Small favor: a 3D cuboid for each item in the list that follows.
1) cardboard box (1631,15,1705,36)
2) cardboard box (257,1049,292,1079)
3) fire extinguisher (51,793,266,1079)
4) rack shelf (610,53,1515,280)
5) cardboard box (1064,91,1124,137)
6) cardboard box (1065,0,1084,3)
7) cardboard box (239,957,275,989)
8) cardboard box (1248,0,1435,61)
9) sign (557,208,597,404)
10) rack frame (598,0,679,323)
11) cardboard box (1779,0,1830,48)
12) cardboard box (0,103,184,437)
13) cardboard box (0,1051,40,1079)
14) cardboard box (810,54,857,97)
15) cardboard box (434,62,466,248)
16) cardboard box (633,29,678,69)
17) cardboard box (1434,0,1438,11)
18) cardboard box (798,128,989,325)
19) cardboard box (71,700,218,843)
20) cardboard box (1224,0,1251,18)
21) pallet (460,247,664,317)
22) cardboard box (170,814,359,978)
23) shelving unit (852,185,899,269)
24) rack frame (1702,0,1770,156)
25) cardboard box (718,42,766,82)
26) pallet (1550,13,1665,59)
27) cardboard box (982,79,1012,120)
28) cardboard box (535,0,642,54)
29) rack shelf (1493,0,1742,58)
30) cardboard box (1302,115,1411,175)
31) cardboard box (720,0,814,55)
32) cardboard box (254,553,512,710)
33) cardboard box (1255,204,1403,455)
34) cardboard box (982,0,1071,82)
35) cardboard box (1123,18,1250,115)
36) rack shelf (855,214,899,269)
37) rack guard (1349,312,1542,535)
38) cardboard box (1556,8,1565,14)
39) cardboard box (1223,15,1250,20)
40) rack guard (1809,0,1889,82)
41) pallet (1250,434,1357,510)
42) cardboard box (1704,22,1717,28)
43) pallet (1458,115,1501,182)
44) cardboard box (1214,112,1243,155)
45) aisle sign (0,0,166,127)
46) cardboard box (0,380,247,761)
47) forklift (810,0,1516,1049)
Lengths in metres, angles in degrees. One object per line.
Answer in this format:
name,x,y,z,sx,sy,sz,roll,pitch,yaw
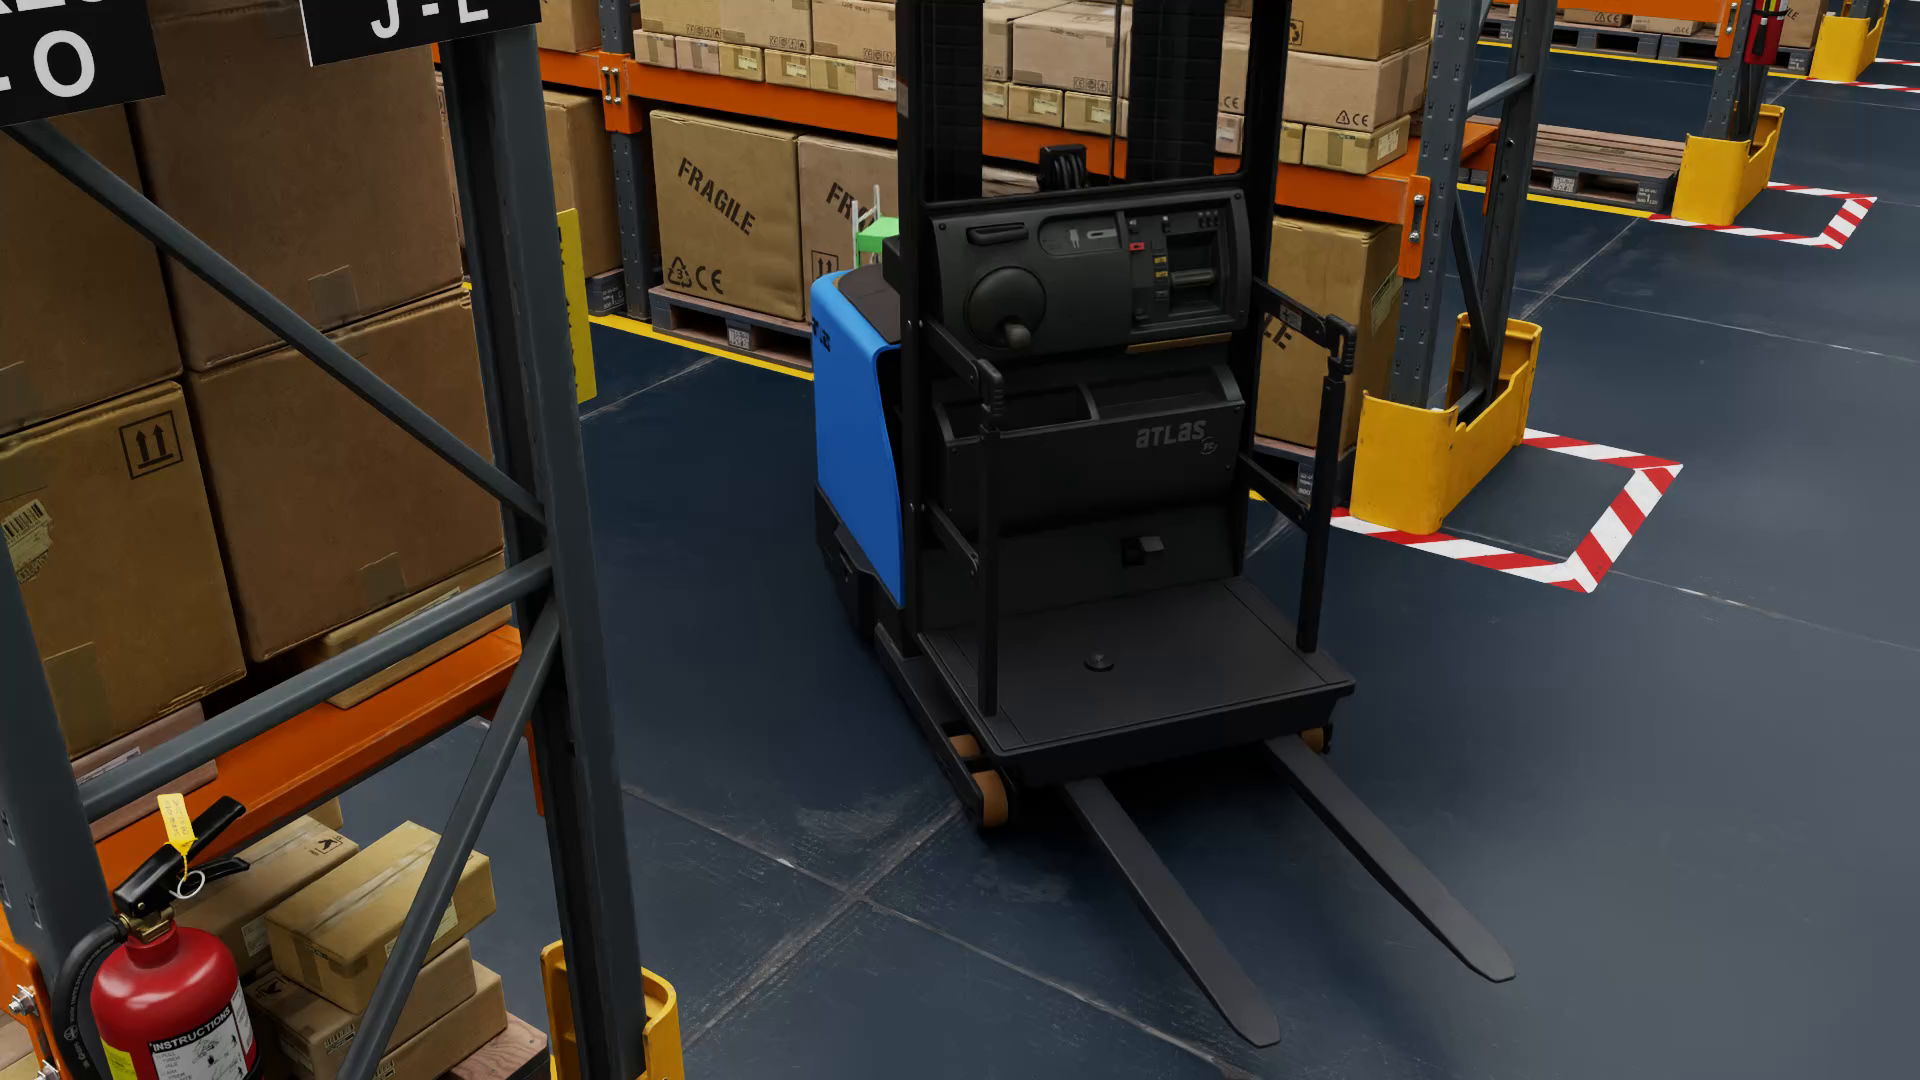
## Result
cardboard box,6.195,-4.588,14.504,0.500,0.250,0.500,17,32,30
cardboard box,-1.467,1.009,3.640,0.250,0.149,0.380,17,32,30
fire extinguisher,-1.008,0.655,2.153,0.183,0.674,0.296,17,32,30
rack shelf,0.288,-1.805,7.282,4.000,0.370,1.077,17,32,30
cardboard box,0.614,-1.730,6.619,0.250,0.149,0.380,17,31,29
cardboard box,0.417,-2.295,7.290,0.500,0.250,0.500,17,31,29
cardboard box,-1.435,0.846,3.633,0.250,0.149,0.380,17,32,30
cardboard box,1.386,-2.038,5.959,0.500,0.500,0.500,18,32,31
sign,-0.648,-0.372,2.719,0.005,0.325,0.100,17,32,30
rack frame,-1.360,-2.639,8.128,0.127,3.000,1.000,17,32,30
cardboard box,6.961,-4.444,13.946,0.500,0.500,0.500,17,32,30
cardboard box,-1.473,-0.430,2.248,0.500,0.500,0.500,17,31,29
cardboard box,-1.534,0.994,3.014,0.250,0.149,0.380,18,32,31
cardboard box,-0.442,-2.059,7.266,0.250,0.149,0.380,17,31,30
cardboard box,-2.636,-2.265,9.273,0.875,0.875,1.225,16,31,29
cardboard box,-1.305,-2.326,7.791,0.250,0.149,0.380,17,32,30
cardboard box,4.475,-5.150,15.543,0.500,0.311,0.500,17,32,30
cardboard box,-0.120,-1.448,7.669,0.875,0.875,0.875,17,32,30
cardboard box,-1.383,0.351,2.531,0.250,0.149,0.380,17,32,30
cardboard box,1.282,-2.364,6.599,0.500,0.500,0.500,16,31,29
pallet,-2.039,-1.566,9.094,1.213,0.211,1.003,17,32,30
cardboard box,-1.489,0.748,3.498,0.250,0.149,0.380,18,32,31
shelving unit,-0.115,-0.706,6.313,0.503,1.200,0.258,9,28,16
rack frame,4.741,-3.463,9.748,0.127,3.000,1.000,17,32,30
cardboard box,-0.871,-2.192,7.526,0.250,0.149,0.380,18,32,32
pallet,5.827,-4.609,15.074,1.213,0.211,1.003,17,32,30
cardboard box,0.197,-1.861,6.876,0.250,0.149,0.380,18,32,31
cardboard box,-1.900,-2.701,8.141,0.500,0.500,0.500,17,32,30
rack shelf,3.093,-3.656,10.920,4.000,0.370,1.077,17,32,30
cardboard box,1.457,-1.468,6.104,0.250,0.149,0.380,18,32,31
cardboard box,-0.714,-2.356,7.410,0.500,0.250,0.500,17,32,30
cardboard box,-1.036,0.123,2.978,0.250,0.149,0.380,17,32,30
cardboard box,1.364,-0.986,6.760,0.875,0.875,0.875,17,32,30
cardboard box,0.118,-2.096,6.898,0.500,0.250,0.500,17,32,30
cardboard box,0.969,-1.833,6.382,0.500,0.250,0.500,17,31,29
rack shelf,-0.115,-1.076,6.125,0.480,0.148,0.258,9,28,16
rack guard,1.957,-0.491,6.664,0.348,0.500,1.175,17,32,30
cardboard box,5.500,-5.106,15.456,0.500,0.311,0.500,17,32,30
cardboard box,1.262,-2.033,6.774,0.500,0.250,0.500,17,31,30
rack guard,7.486,-4.220,13.990,0.348,0.500,1.175,17,32,30
pallet,1.233,-0.545,7.088,1.213,0.211,1.003,17,32,30
cardboard box,6.849,-4.659,14.644,0.500,0.250,0.500,17,32,30
pallet,3.082,-2.760,11.441,1.213,0.211,1.003,17,32,30
cardboard box,1.034,-1.599,6.362,0.250,0.149,0.380,17,32,30
aisle sign,-1.064,-0.811,1.670,0.004,0.787,0.394,17,32,30
cardboard box,-1.471,0.020,2.464,0.500,0.500,0.500,18,32,31
forklift,0.449,-0.706,4.406,1.130,2.935,3.031,-9,28,-17
